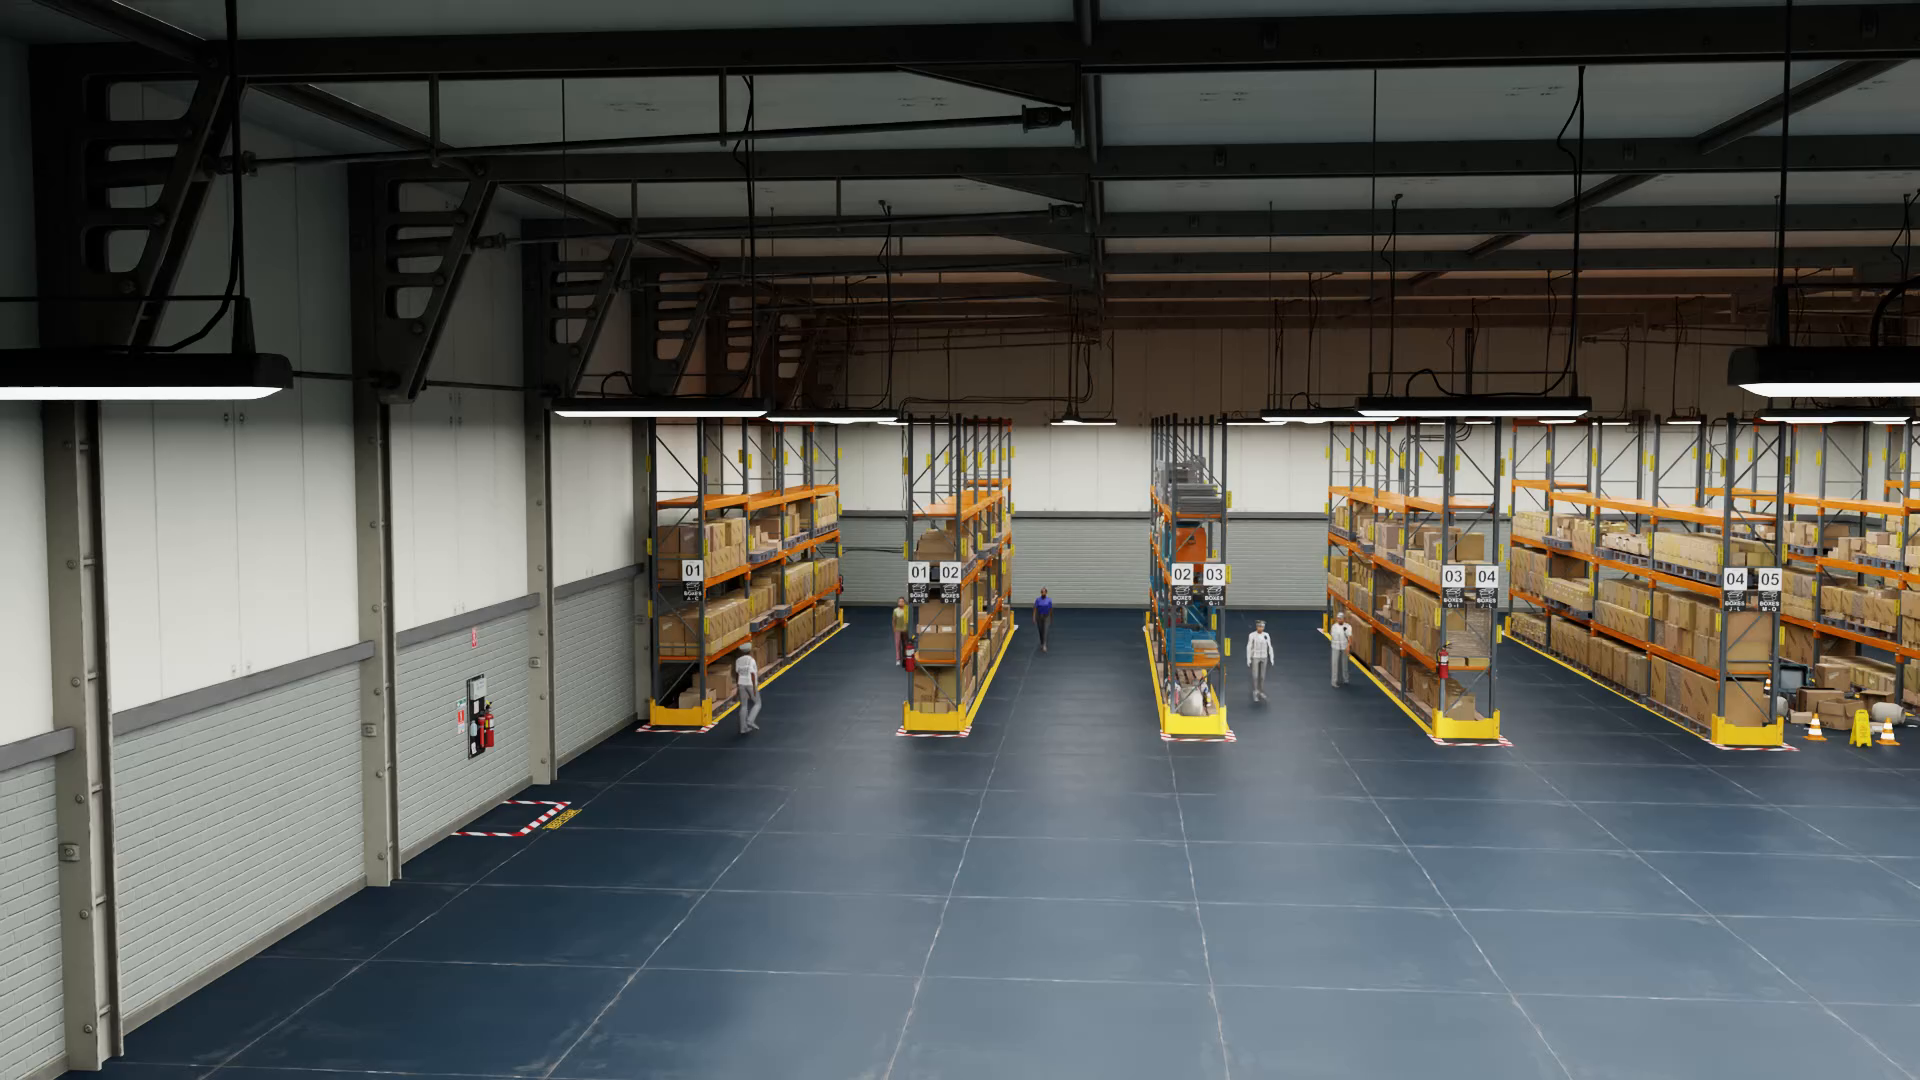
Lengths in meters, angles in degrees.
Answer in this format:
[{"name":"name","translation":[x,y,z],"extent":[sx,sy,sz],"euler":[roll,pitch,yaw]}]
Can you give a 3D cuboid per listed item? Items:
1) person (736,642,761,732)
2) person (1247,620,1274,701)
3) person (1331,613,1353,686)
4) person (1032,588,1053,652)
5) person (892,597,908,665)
[{"name":"person","translation":[-4.000,2.770,31.288],"extent":[0.501,1.676,0.446],"euler":[1,4,19]},{"name":"person","translation":[6.329,2.557,35.082],"extent":[0.541,1.755,0.425],"euler":[0,4,-6]},{"name":"person","translation":[8.492,2.417,36.991],"extent":[0.469,1.603,1.001],"euler":[1,4,18]},{"name":"person","translation":[2.121,2.029,42.725],"extent":[0.490,1.599,1.005],"euler":[1,4,10]},{"name":"person","translation":[-1.411,2.190,40.267],"extent":[0.493,1.609,1.012],"euler":[0,4,2]}]
